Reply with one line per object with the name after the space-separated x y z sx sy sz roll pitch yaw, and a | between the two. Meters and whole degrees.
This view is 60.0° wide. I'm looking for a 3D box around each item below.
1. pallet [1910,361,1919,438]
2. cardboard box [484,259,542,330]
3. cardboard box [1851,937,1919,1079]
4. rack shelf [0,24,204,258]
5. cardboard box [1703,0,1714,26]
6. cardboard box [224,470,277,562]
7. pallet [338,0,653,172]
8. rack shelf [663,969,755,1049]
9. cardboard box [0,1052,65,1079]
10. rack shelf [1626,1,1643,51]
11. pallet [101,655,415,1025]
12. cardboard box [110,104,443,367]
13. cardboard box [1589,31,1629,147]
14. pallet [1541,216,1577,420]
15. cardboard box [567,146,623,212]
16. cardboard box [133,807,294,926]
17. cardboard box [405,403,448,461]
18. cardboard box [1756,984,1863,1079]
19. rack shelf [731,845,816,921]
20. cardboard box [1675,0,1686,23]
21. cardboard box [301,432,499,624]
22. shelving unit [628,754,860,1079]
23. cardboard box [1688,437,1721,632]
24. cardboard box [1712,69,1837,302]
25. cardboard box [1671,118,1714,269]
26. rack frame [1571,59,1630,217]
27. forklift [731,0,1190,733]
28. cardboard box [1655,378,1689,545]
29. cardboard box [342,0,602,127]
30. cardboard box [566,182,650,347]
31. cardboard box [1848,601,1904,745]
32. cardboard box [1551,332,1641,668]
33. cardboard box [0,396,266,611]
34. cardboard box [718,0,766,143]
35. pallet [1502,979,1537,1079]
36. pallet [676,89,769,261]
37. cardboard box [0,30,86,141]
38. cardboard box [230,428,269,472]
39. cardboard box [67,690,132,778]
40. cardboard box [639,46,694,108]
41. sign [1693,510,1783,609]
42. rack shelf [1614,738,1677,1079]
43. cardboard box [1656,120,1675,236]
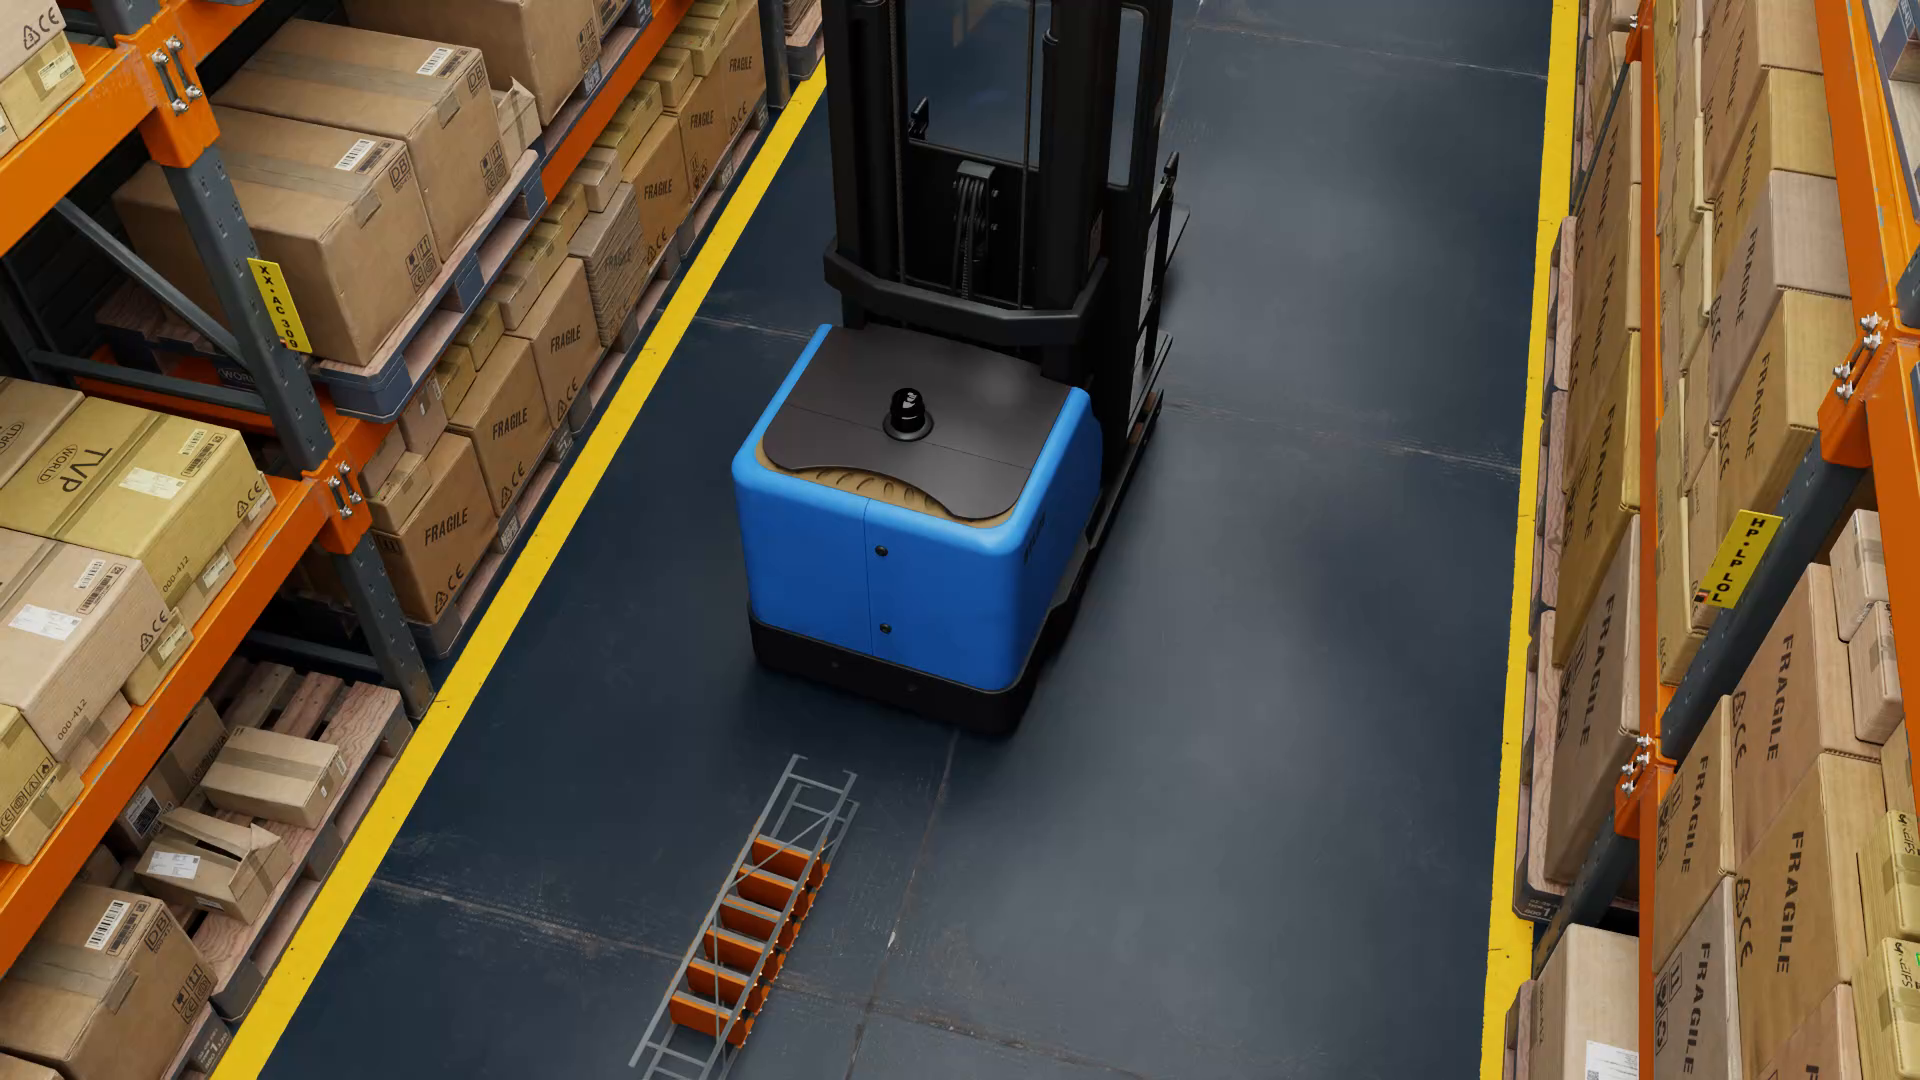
2.128 0.133 2.610 1.003 0.211 1.213 12 50 10 | pallet
-1.870 -0.982 6.489 0.380 0.149 0.250 11 50 10 | cardboard box
1.719 0.841 2.760 0.380 0.149 0.250 10 49 9 | cardboard box
-2.963 0.221 2.952 1.077 0.370 4.000 12 50 10 | rack shelf
2.919 -2.082 5.772 0.500 0.500 0.500 12 50 10 | cardboard box
-2.277 -0.107 4.930 0.380 0.149 0.250 12 50 11 | cardboard box
-1.891 -1.893 6.467 1.003 0.211 1.213 12 50 10 | pallet
-0.789 1.478 5.236 0.258 0.180 0.103 16 51 14 | rack shelf
-2.739 1.714 4.543 0.500 0.500 0.500 12 50 11 | cardboard box
3.932 -3.596 8.321 1.077 0.370 4.000 12 50 10 | rack shelf
-2.618 0.949 5.691 1.003 0.211 1.213 12 50 10 | pallet
-2.093 -0.948 5.158 0.700 0.500 0.500 13 50 11 | cardboard box
3.564 -2.063 7.962 0.950 0.372 0.625 9 49 7 | cardboard box
3.126 -0.909 7.330 1.003 0.211 1.213 12 50 10 | pallet
-1.645 -1.530 6.973 0.380 0.149 0.250 9 49 8 | cardboard box
-2.394 1.014 5.316 0.396 0.266 0.258 13 50 11 | cardboard box
-2.087 -0.420 5.993 0.380 0.149 0.250 10 49 9 | cardboard box
1.709 1.171 2.901 0.500 0.500 0.500 12 50 11 | cardboard box
-0.618 1.140 5.531 0.258 0.180 0.103 16 51 14 | rack shelf
3.034 -2.185 6.363 0.500 0.250 0.500 11 50 10 | cardboard box
-2.092 -0.088 6.133 0.500 0.500 0.500 14 50 12 | cardboard box
-0.676 1.256 5.430 0.258 0.189 1.200 16 51 14 | shelving unit
2.235 0.024 4.414 0.500 0.250 0.500 12 50 10 | cardboard box
2.510 -0.969 4.790 0.500 0.500 0.500 13 50 11 | cardboard box
2.608 -1.089 5.396 0.500 0.250 0.500 12 50 11 | cardboard box
3.406 -2.387 6.775 1.000 3.000 0.127 12 50 10 | rack frame
0.220 -1.407 5.956 1.130 2.935 3.031 16 50 13 | forklift
2.363 -0.187 4.933 0.500 0.250 0.500 11 49 10 | cardboard box
-1.750 -1.891 5.990 0.700 0.500 0.500 11 50 10 | cardboard box
-1.683 -1.209 7.122 0.500 0.500 0.500 10 49 9 | cardboard box
1.968 0.293 3.243 0.380 0.149 0.250 12 50 11 | cardboard box
2.669 -0.049 5.848 0.875 0.875 0.875 13 50 11 | cardboard box
-2.335 -0.103 4.661 0.500 0.250 0.500 13 50 11 | cardboard box
-1.288 -2.327 8.109 0.500 0.500 0.500 13 50 11 | cardboard box
2.078 1.964 4.795 1.003 0.211 1.213 12 50 10 | pallet
-1.617 -1.909 8.213 1.003 0.211 1.213 12 50 10 | pallet
-2.246 -1.062 3.772 0.380 0.149 0.250 11 50 10 | cardboard box
-2.618 -0.320 5.905 0.380 0.149 0.250 10 49 9 | cardboard box
-2.465 0.463 4.427 0.380 0.149 0.250 13 50 11 | cardboard box
-1.423 -2.098 7.474 0.380 0.149 0.250 10 49 9 | cardboard box
1.827 0.049 3.905 0.100 0.325 0.005 12 50 10 | sign
1.827 2.191 3.214 1.077 0.370 4.000 12 50 10 | rack shelf
2.773 -1.280 5.898 0.500 0.250 0.500 13 50 11 | cardboard box
